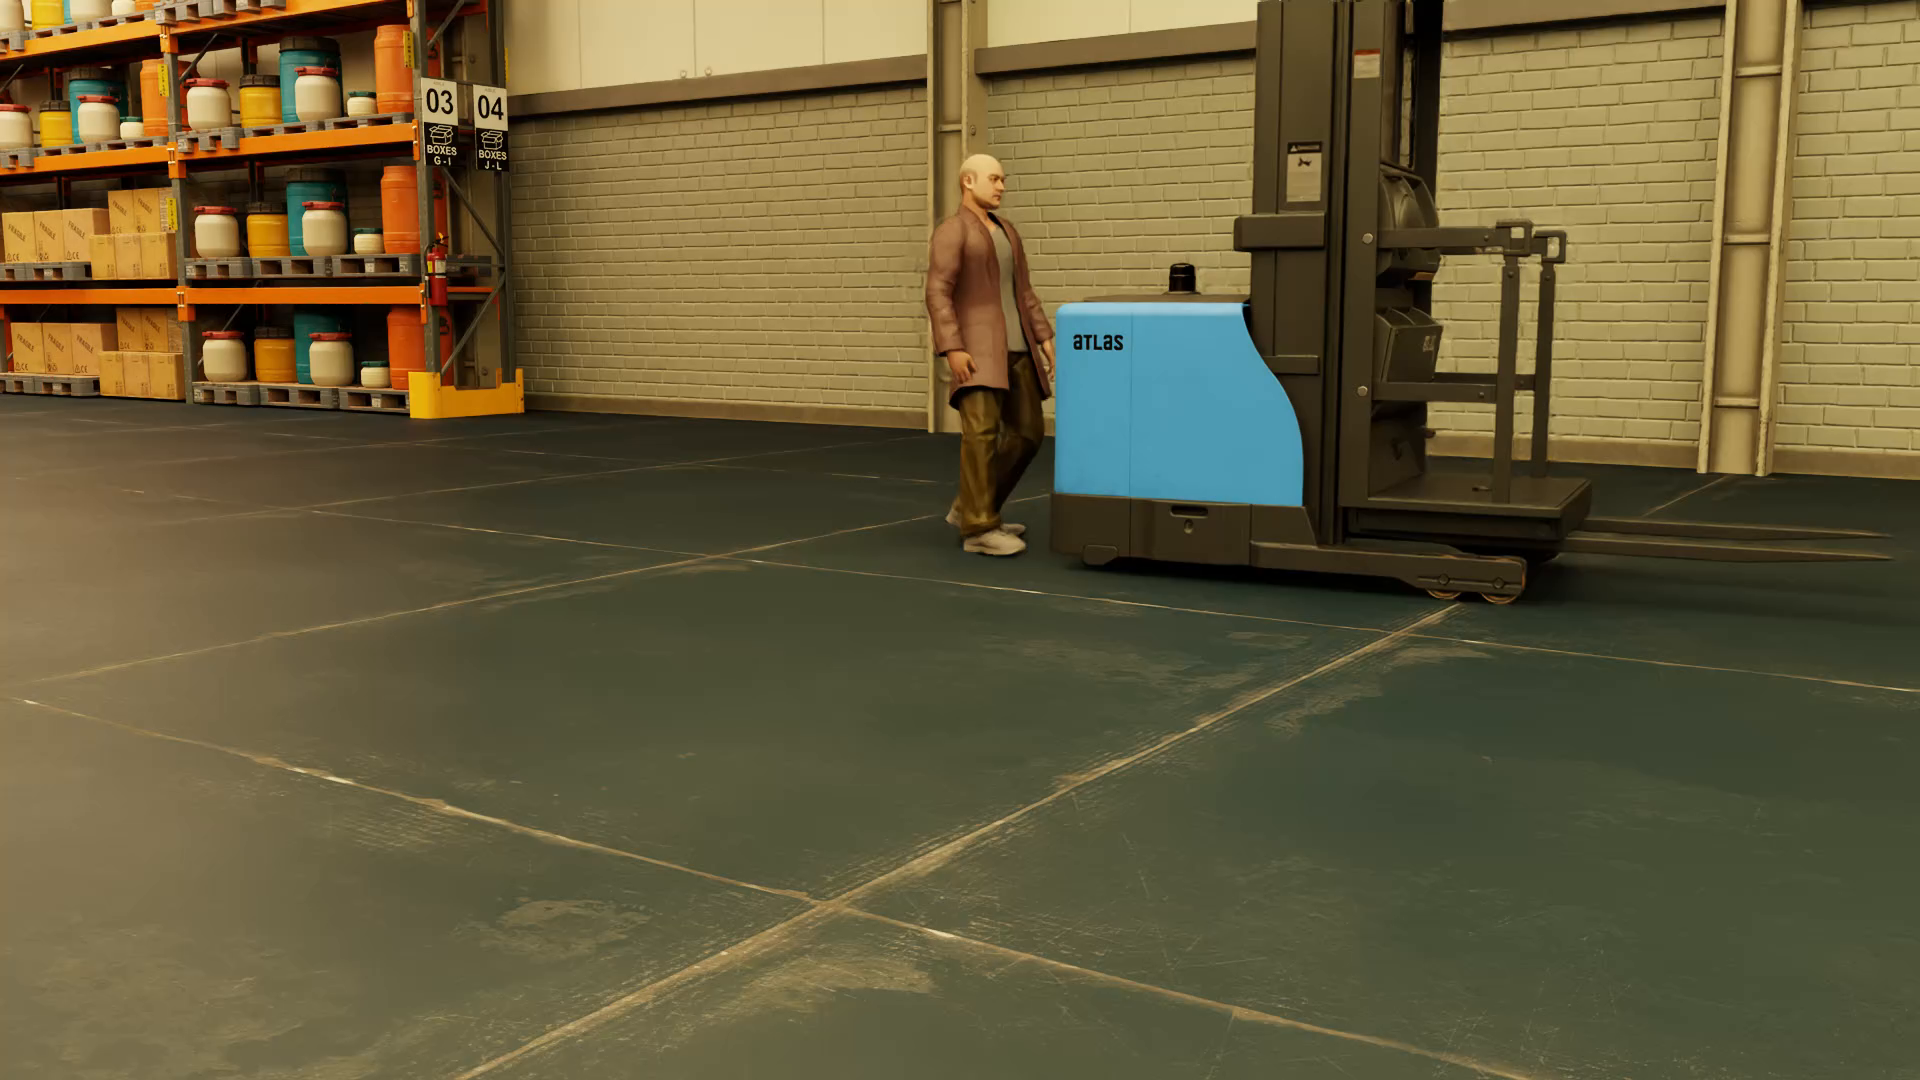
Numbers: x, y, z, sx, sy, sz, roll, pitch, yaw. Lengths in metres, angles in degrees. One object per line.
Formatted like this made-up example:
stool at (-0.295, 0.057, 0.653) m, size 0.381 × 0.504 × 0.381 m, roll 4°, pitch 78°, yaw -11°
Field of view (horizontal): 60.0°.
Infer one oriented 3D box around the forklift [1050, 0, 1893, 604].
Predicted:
forklift at (1.923, -1.305, 6.370) m, size 3.031 × 2.935 × 1.130 m, roll 4°, pitch 9°, yaw 26°

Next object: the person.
person at (0.216, -0.830, 7.349) m, size 0.690 × 1.735 × 0.758 m, roll 8°, pitch 11°, yaw 43°
